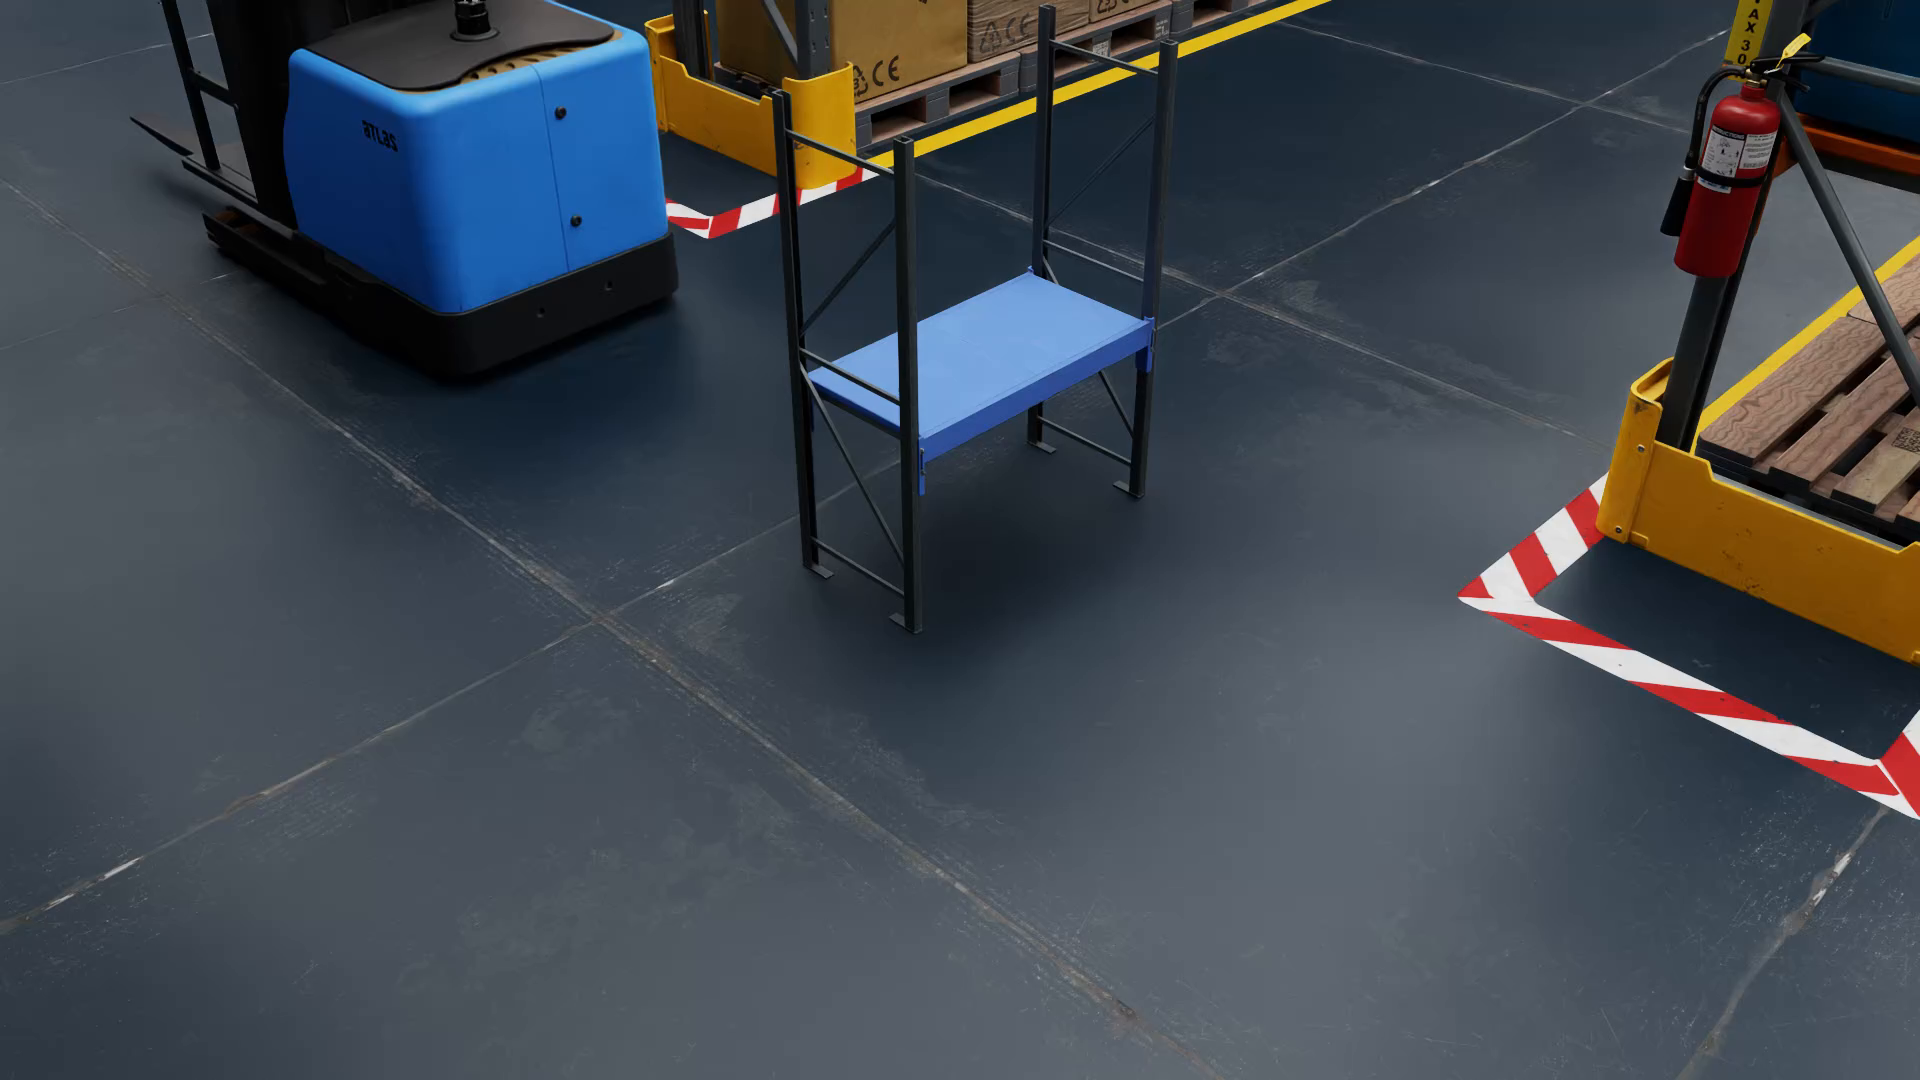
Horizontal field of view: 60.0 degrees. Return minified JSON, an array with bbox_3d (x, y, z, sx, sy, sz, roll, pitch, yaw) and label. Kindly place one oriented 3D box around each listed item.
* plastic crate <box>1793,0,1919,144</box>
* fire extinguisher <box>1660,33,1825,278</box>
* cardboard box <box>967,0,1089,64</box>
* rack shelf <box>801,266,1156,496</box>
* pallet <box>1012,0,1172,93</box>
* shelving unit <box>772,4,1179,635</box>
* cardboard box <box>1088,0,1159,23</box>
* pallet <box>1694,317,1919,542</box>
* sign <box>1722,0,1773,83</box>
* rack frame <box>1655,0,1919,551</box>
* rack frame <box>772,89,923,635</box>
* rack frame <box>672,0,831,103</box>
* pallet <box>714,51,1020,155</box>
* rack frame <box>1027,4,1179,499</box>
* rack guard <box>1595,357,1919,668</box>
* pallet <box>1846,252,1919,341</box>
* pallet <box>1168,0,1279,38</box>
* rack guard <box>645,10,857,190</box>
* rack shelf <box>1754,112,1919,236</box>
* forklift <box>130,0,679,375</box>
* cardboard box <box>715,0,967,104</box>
[{"bbox_3d":[2.649,-1.368,4.506,0.616,0.435,0.499,30,45,35],"label":"plastic crate"},{"bbox_3d":[2.117,-1.055,4.534,0.296,0.674,0.183,30,45,35],"label":"fire extinguisher"},{"bbox_3d":[0.066,-3.076,8.529,0.875,0.875,0.875,30,45,35],"label":"cardboard box"},{"bbox_3d":[0.060,-0.502,4.974,0.538,0.185,1.000,30,45,35],"label":"rack shelf"},{"bbox_3d":[0.398,-2.819,9.108,1.003,0.211,1.213,30,45,35],"label":"pallet"},{"bbox_3d":[0.060,-0.650,4.871,0.538,1.500,1.048,30,45,35],"label":"shelving unit"},{"bbox_3d":[0.693,-3.438,9.047,0.875,0.875,0.875,30,45,35],"label":"cardboard box"},{"bbox_3d":[3.154,-0.293,5.486,1.003,0.211,1.213,30,45,35],"label":"pallet"},{"bbox_3d":[2.144,-1.400,4.492,0.100,0.325,0.005,30,45,35],"label":"sign"},{"bbox_3d":[2.545,-1.118,4.231,1.000,3.000,0.127,30,45,35],"label":"rack frame"},{"bbox_3d":[-0.298,-0.443,4.575,0.500,1.500,0.032,30,45,35],"label":"rack frame"},{"bbox_3d":[-0.970,-3.114,7.093,1.000,3.000,0.127,30,45,35],"label":"rack frame"},{"bbox_3d":[-0.462,-2.326,8.401,1.003,0.211,1.213,30,45,35],"label":"pallet"},{"bbox_3d":[0.418,-0.856,5.167,0.500,1.500,0.032,30,45,35],"label":"rack frame"},{"bbox_3d":[2.538,-0.078,4.924,1.175,0.500,0.348,30,45,35],"label":"rack guard"},{"bbox_3d":[4.013,-0.786,6.193,1.003,0.211,1.213,30,45,35],"label":"pallet"},{"bbox_3d":[1.257,-3.317,9.822,1.003,0.211,1.213,30,45,35],"label":"pallet"},{"bbox_3d":[-0.986,-2.079,7.794,1.175,0.500,0.348,30,45,35],"label":"rack guard"},{"bbox_3d":[3.954,-1.635,5.601,1.077,0.370,4.000,30,45,35],"label":"rack shelf"},{"bbox_3d":[-2.519,-2.527,6.311,3.031,2.935,1.130,29,44,35],"label":"forklift"},{"bbox_3d":[-0.575,-2.707,7.999,0.875,0.875,0.875,30,45,35],"label":"cardboard box"}]
